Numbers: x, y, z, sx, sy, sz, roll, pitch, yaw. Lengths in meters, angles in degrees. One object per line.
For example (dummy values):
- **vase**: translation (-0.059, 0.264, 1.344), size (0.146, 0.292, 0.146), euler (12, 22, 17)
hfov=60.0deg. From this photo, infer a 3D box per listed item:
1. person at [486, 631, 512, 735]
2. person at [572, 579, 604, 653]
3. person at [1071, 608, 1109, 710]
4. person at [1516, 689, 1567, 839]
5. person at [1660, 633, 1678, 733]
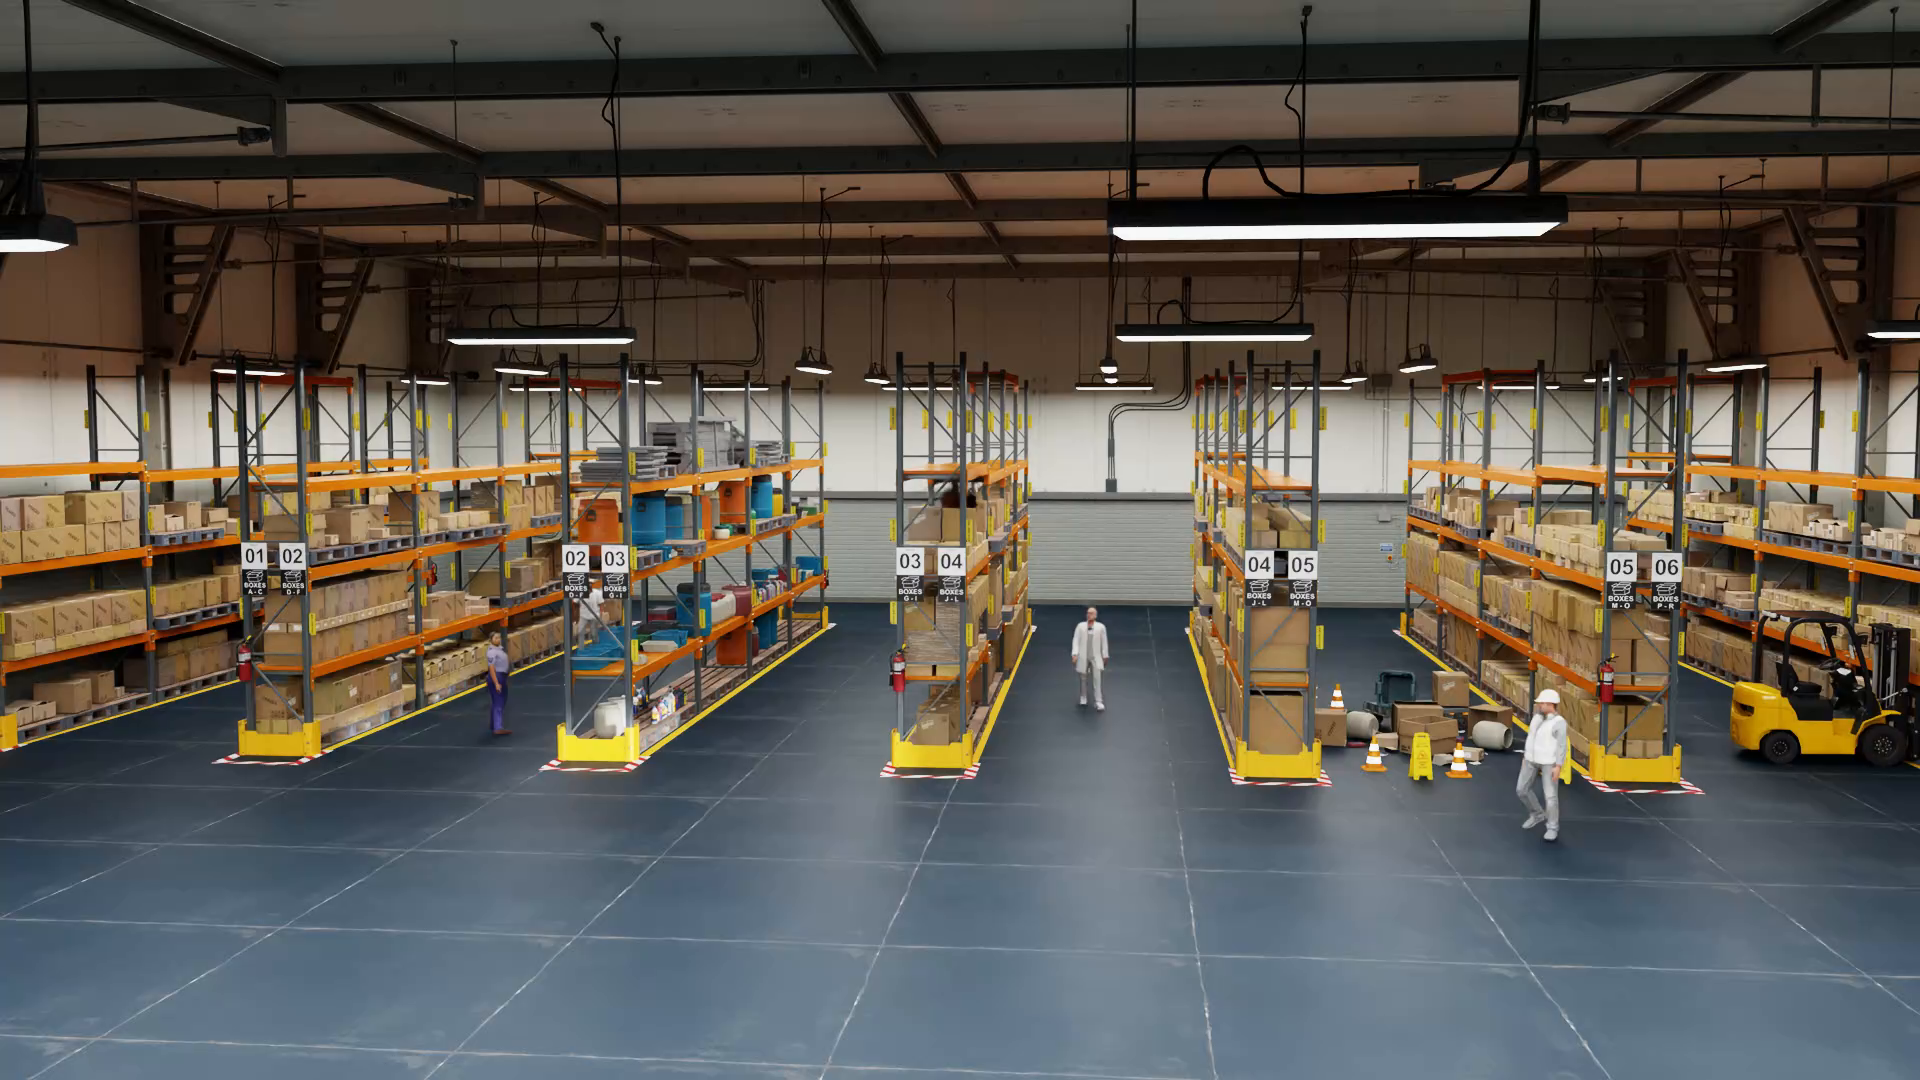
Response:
- **person**: translation (-7.389, 2.300, 26.663), size (0.359, 1.681, 0.533), euler (-1, 4, -14)
- **person**: translation (-7.890, 1.647, 35.261), size (0.759, 1.747, 0.994), euler (0, 4, 5)
- **person**: translation (2.277, 2.054, 28.984), size (0.671, 1.706, 1.079), euler (0, 4, -3)
- **person**: translation (7.057, 2.682, 20.092), size (0.459, 1.777, 0.611), euler (-3, 5, -36)
- **person**: translation (11.403, 2.306, 26.869), size (0.351, 1.612, 0.504), euler (3, 5, 37)
